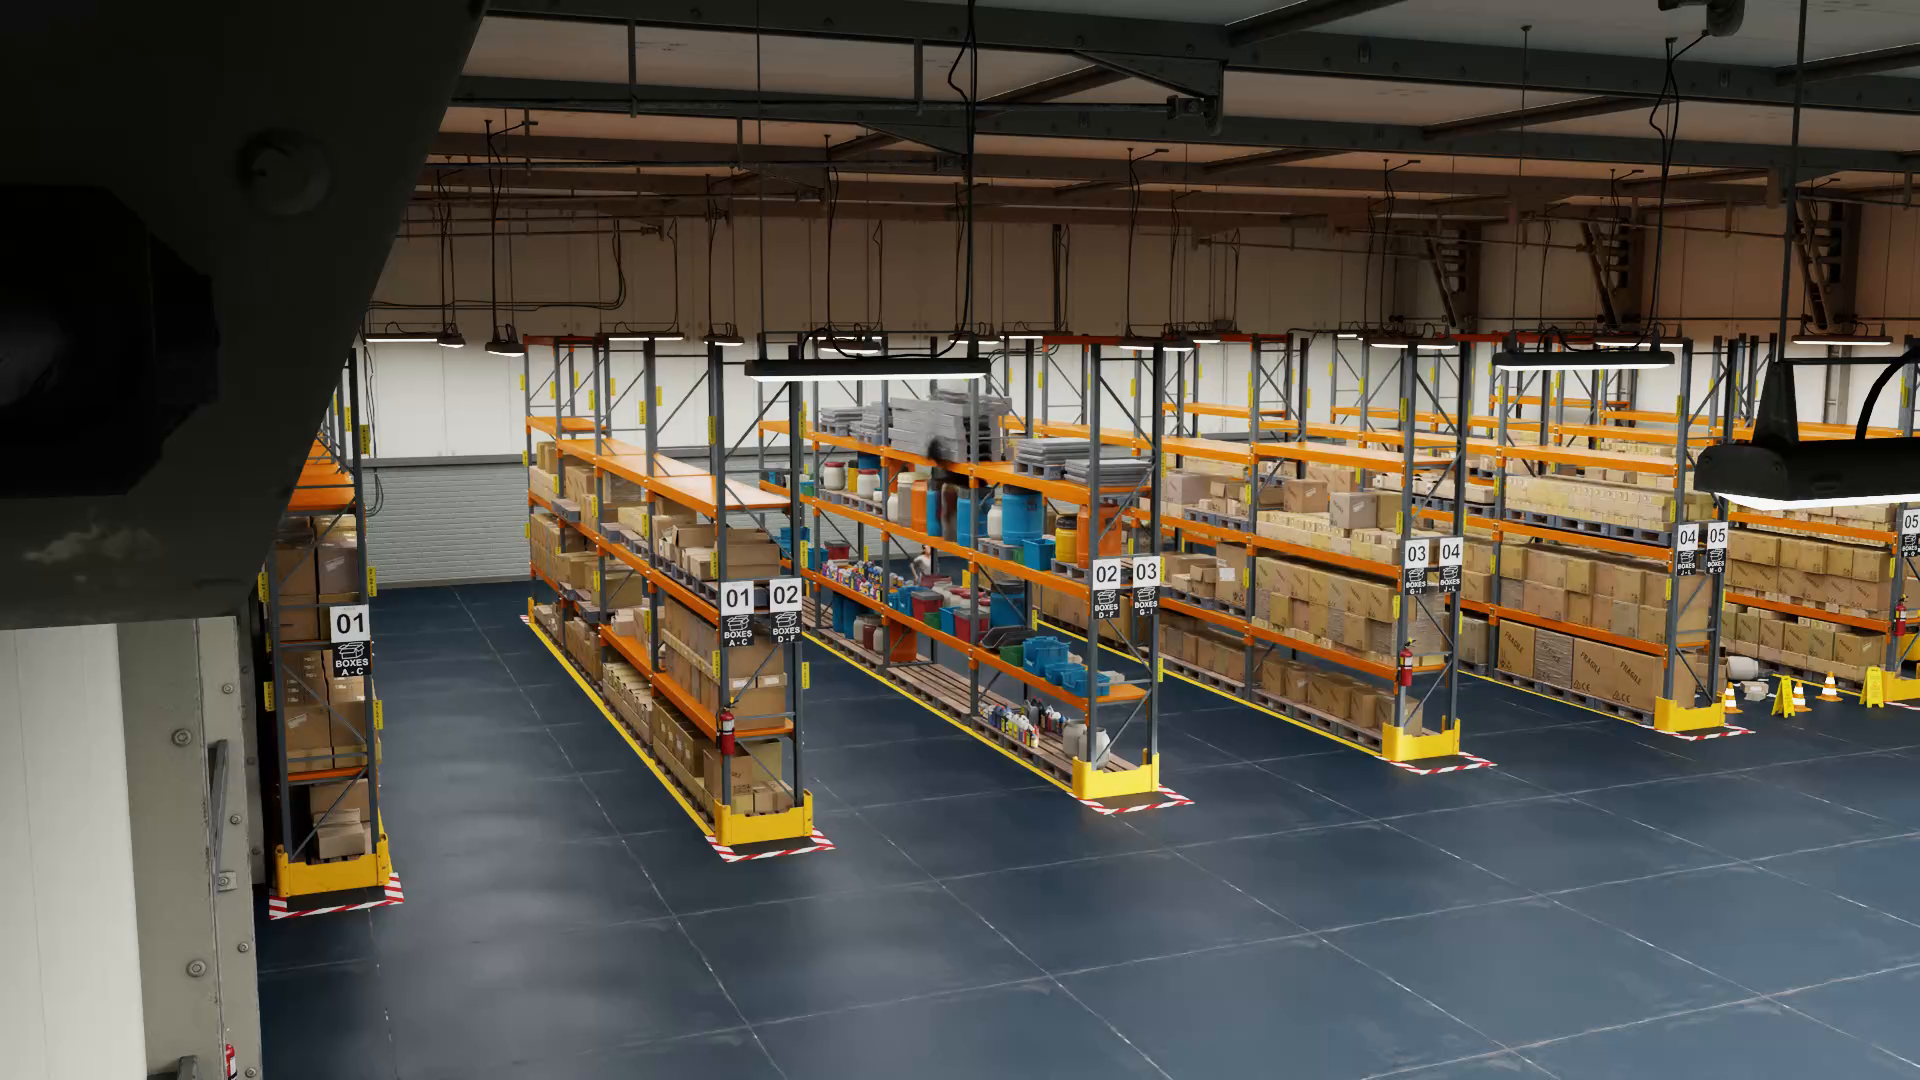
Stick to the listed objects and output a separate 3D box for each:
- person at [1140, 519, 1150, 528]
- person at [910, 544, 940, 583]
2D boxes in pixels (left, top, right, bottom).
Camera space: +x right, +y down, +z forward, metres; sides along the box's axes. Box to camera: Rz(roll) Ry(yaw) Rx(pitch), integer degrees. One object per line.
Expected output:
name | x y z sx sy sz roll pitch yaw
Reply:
person | 4.700 -0.008 41.585 0.695 1.693 0.636 -2 8 -15
person | -0.683 0.909 34.590 0.531 1.718 0.719 -6 10 -39
